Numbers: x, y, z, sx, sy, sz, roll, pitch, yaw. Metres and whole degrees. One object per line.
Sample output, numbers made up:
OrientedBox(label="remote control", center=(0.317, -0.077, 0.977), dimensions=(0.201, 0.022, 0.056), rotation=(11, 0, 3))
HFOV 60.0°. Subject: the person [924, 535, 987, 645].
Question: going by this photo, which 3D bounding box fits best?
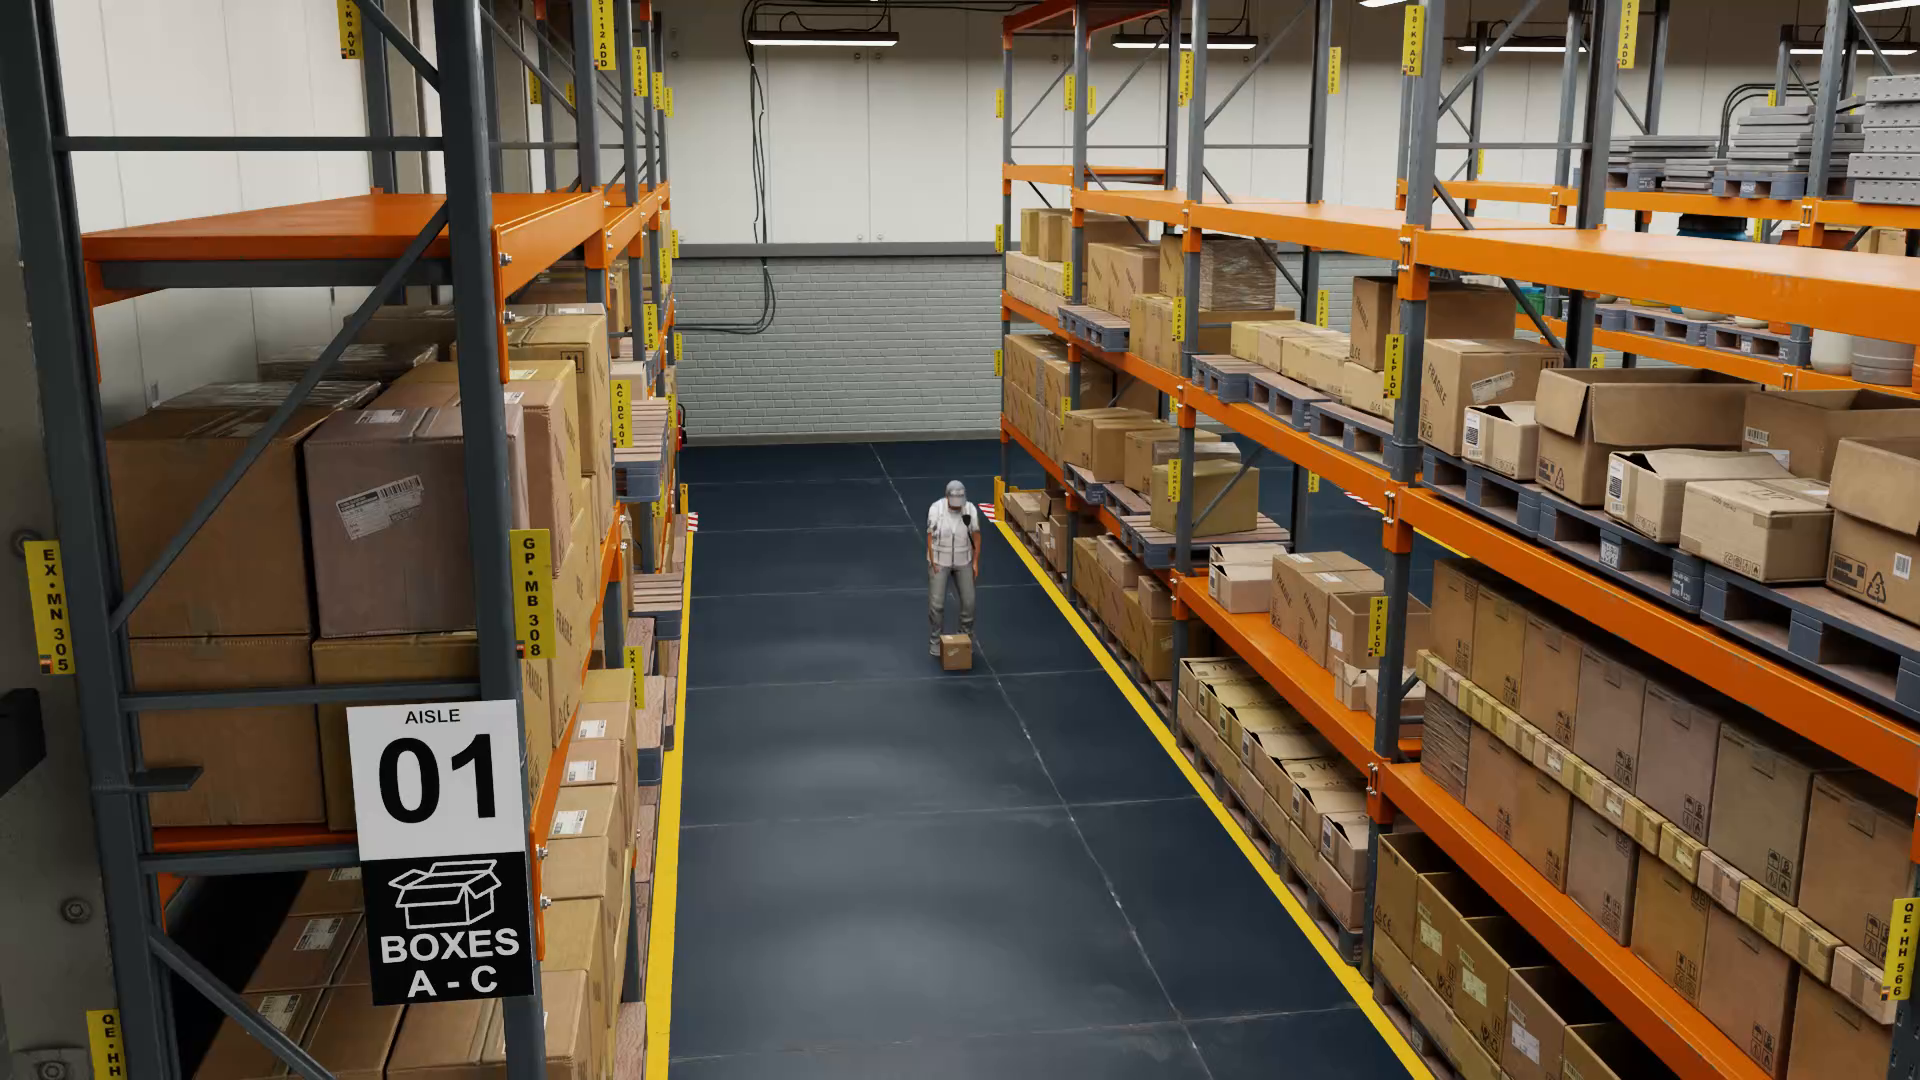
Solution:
OrientedBox(label="person", center=(-0.040, 0.439, 15.078), dimensions=(0.538, 1.122, 0.815), rotation=(-2, 13, -8))
